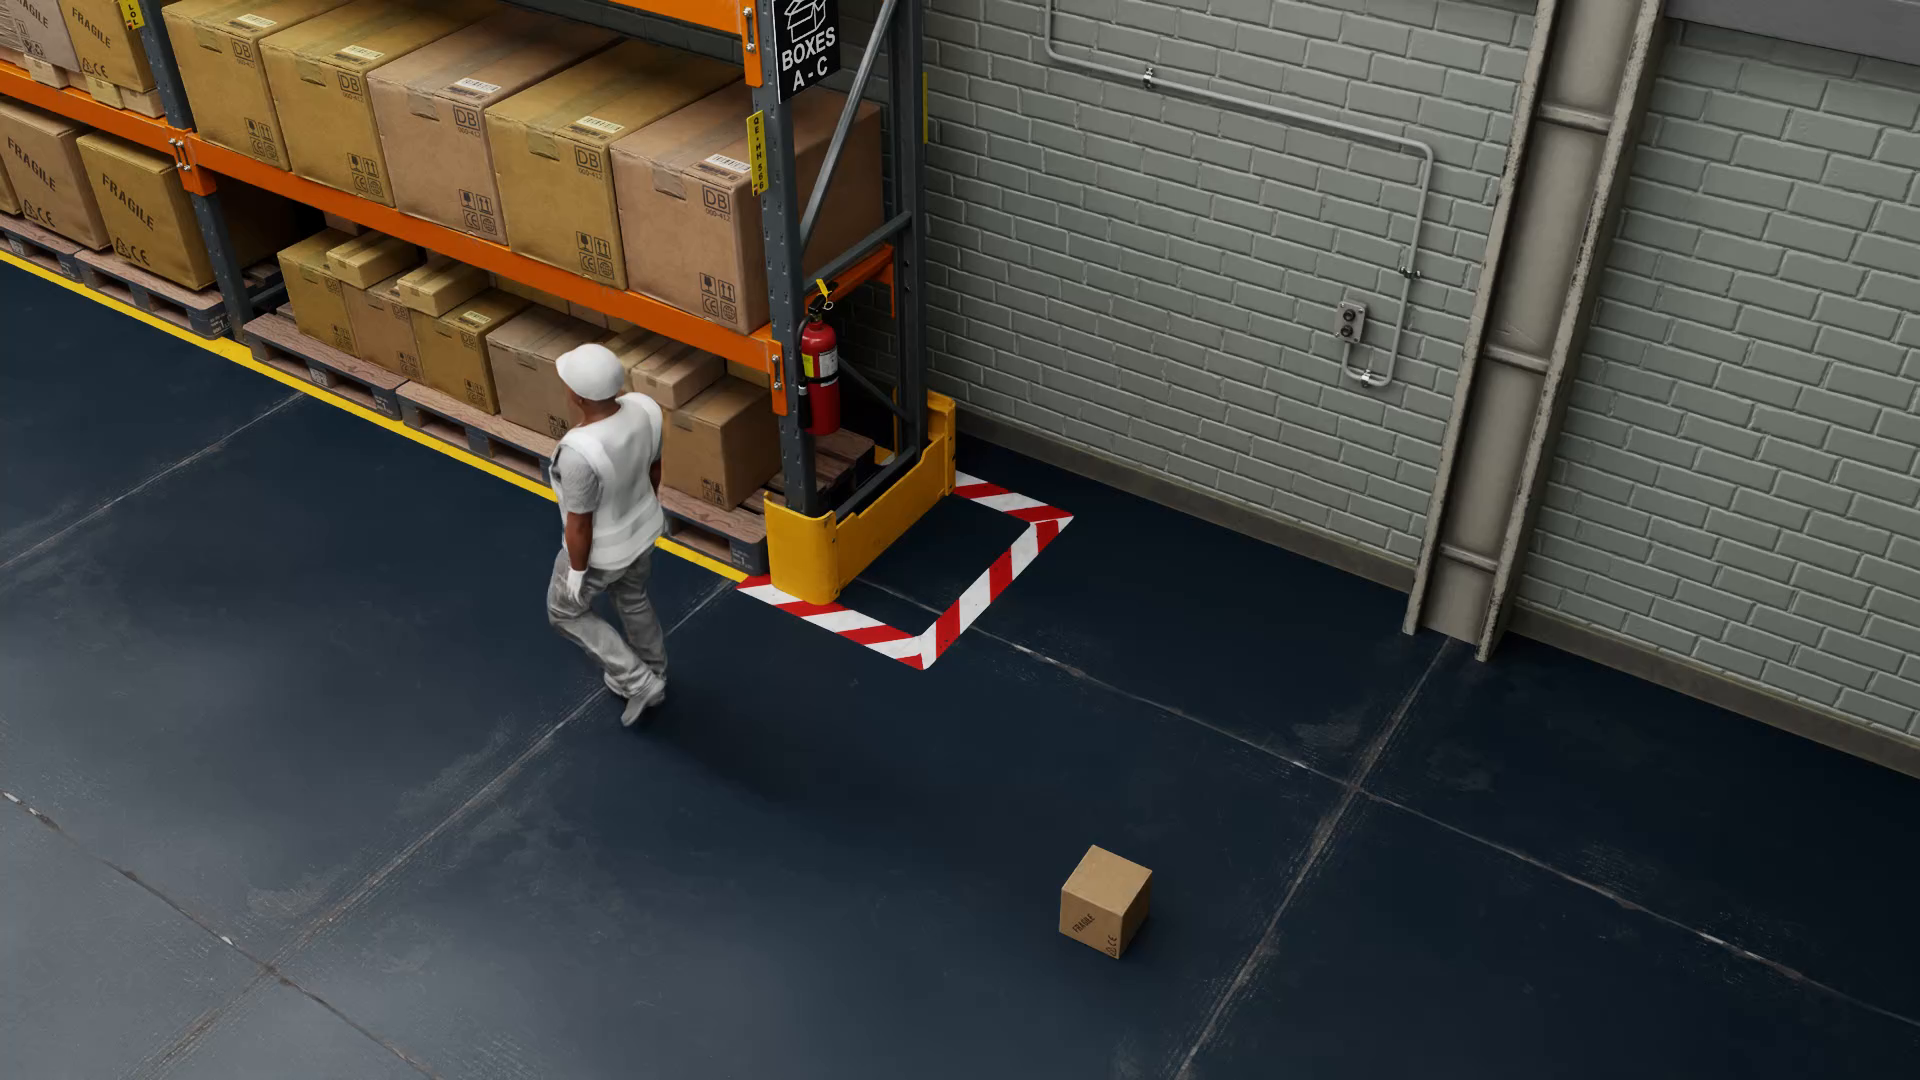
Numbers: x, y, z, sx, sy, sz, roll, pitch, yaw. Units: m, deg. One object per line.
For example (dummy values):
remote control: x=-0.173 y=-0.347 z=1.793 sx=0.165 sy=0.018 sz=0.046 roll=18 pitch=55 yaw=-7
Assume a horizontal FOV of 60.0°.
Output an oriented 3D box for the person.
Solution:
person: x=-1.396 y=-0.011 z=6.624 sx=0.480 sy=1.776 sz=0.586 roll=19 pitch=42 yaw=23
